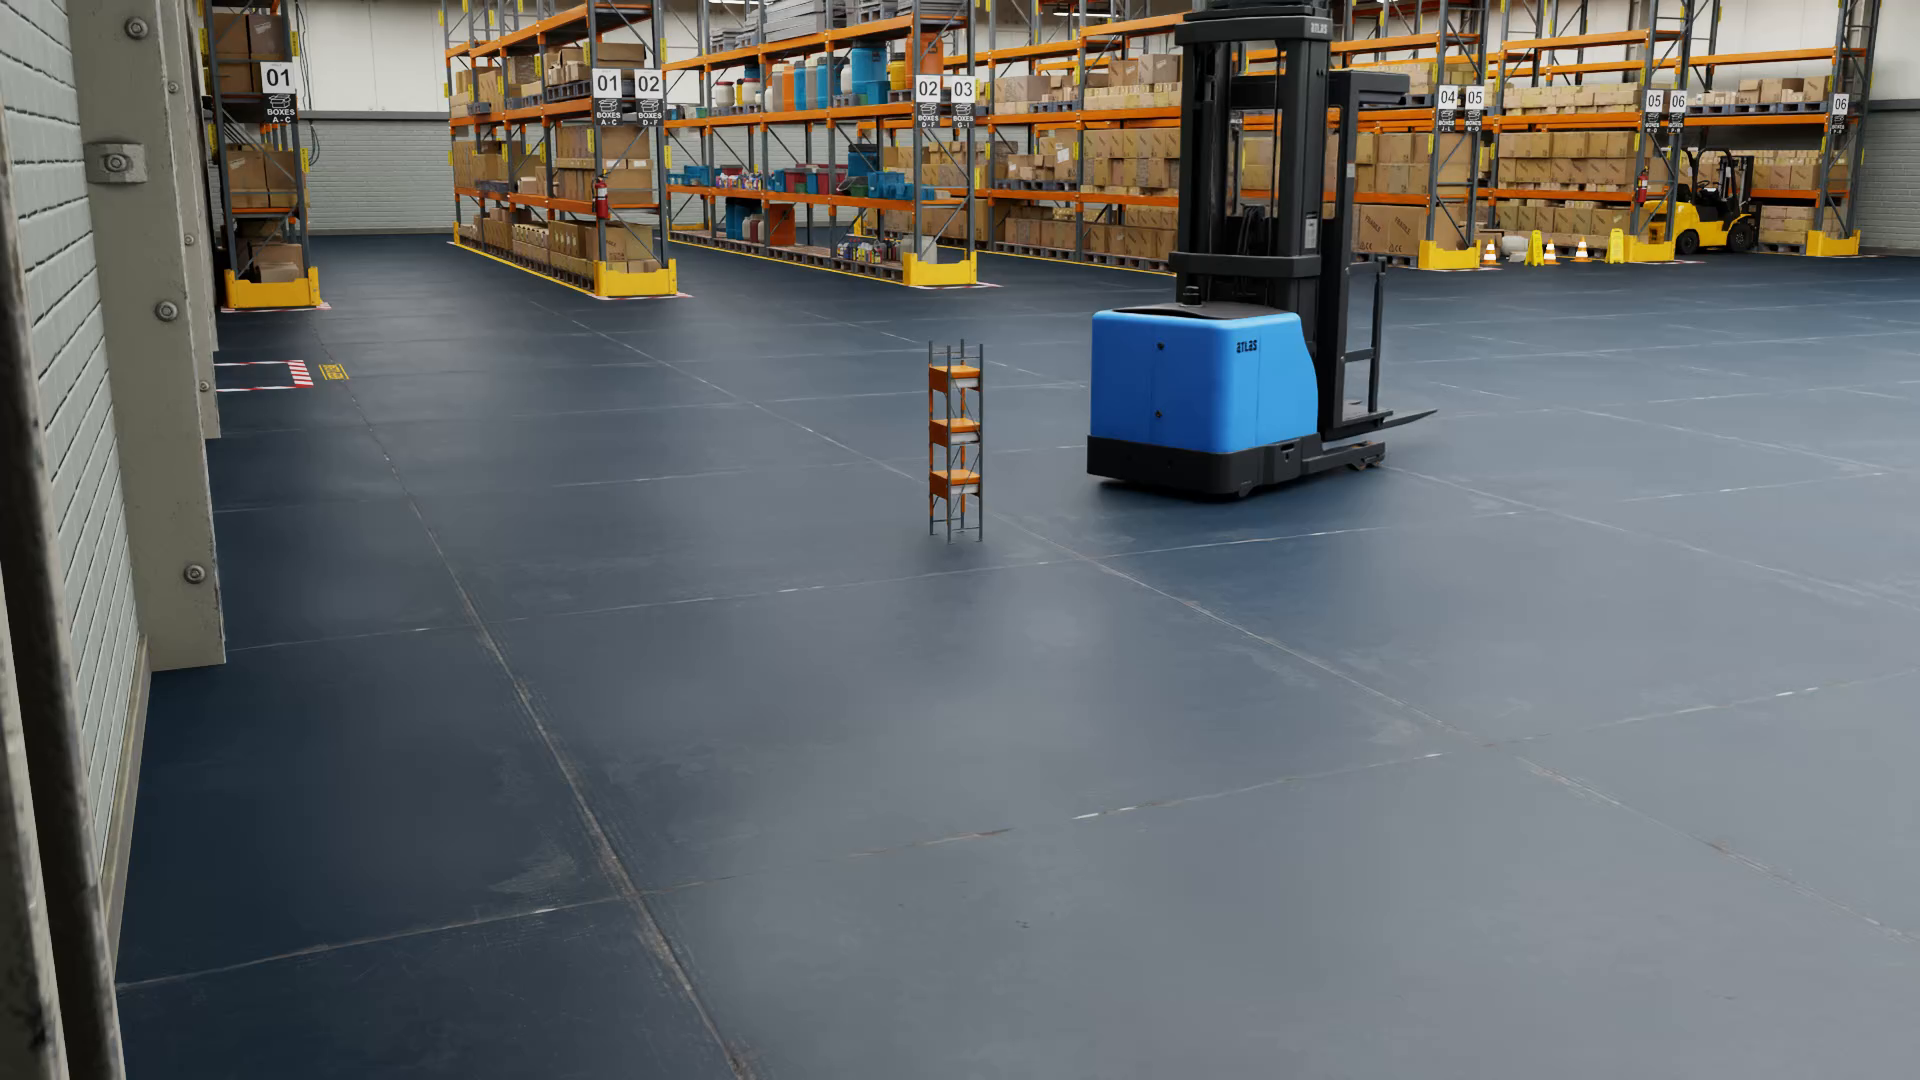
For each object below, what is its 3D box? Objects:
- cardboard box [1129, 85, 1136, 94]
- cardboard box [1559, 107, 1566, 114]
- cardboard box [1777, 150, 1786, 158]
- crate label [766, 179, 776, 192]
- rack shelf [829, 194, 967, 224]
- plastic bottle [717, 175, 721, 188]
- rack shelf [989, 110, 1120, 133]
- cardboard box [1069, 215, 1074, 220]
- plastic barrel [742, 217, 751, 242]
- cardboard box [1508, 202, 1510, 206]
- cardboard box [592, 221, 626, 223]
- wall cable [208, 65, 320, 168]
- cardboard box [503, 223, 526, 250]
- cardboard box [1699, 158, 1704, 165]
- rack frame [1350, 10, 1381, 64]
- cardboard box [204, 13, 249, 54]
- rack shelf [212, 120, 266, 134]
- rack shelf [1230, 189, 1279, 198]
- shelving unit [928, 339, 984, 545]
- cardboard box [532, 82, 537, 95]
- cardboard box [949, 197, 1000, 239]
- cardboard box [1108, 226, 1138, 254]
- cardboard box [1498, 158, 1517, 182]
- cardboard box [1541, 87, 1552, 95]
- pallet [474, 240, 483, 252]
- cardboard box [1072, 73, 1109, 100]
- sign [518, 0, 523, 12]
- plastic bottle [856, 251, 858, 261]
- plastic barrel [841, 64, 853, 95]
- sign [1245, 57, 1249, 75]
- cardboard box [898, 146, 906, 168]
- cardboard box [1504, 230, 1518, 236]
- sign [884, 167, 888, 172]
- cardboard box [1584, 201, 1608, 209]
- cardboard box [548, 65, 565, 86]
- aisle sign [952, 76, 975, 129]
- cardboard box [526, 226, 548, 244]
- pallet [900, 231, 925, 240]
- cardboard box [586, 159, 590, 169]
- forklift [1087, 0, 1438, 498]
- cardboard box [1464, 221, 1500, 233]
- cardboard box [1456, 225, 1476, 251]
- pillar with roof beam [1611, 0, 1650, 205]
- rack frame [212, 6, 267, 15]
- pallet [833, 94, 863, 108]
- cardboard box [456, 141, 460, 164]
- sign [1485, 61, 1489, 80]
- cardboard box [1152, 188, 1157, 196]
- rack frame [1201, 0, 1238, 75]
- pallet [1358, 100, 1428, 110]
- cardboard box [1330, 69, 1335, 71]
[{"bbox_3d":[3.229,-7.982,29.502,0.380,0.149,0.250,-5,14,-22],"label":"cardboard box"},{"bbox_3d":[12.288,-8.639,33.449,0.380,0.149,0.250,-6,14,-23],"label":"cardboard box"},{"bbox_3d":[17.293,-8.051,34.684,0.380,0.149,0.250,-6,14,-23],"label":"cardboard box"},{"bbox_3d":[-3.626,-6.987,32.779,0.303,0.233,0.416,-6,14,-23],"label":"crate label"},{"bbox_3d":[-1.048,-5.600,28.008,1.077,0.370,4.000,-6,14,-23],"label":"rack shelf"},{"bbox_3d":[-5.244,-7.818,36.254,0.061,0.283,0.133,-6,14,-23],"label":"plastic bottle"},{"bbox_3d":[1.888,-8.335,33.173,1.077,0.370,4.000,-6,14,-23],"label":"rack shelf"},{"bbox_3d":[3.023,-8.281,42.728,0.380,0.149,0.250,-5,14,-20],"label":"cardboard box"},{"bbox_3d":[-4.423,-6.624,35.423,0.421,0.512,0.421,0,13,0],"label":"plastic barrel"},{"bbox_3d":[14.081,-8.475,42.011,0.380,0.149,0.250,-6,14,-25],"label":"cardboard box"},{"bbox_3d":[-5.609,-4.864,26.736,0.500,0.500,0.500,-6,14,-23],"label":"cardboard box"},{"bbox_3d":[-17.671,-10.559,41.420,3.097,2.526,0.112,-6,14,-23],"label":"wall cable"},{"bbox_3d":[-8.581,-5.912,32.328,0.500,0.500,0.500,-5,14,-21],"label":"cardboard box"},{"bbox_3d":[16.438,-8.325,36.529,0.380,0.149,0.250,-6,14,-23],"label":"cardboard box"},{"bbox_3d":[11.509,-13.557,47.488,1.000,3.000,0.127,-6,14,-23],"label":"rack frame"},{"bbox_3d":[-9.736,-6.715,22.093,0.500,0.500,0.500,-5,14,-20],"label":"cardboard box"},{"bbox_3d":[-14.932,-8.645,34.515,1.077,0.370,4.000,-6,14,-23],"label":"rack shelf"},{"bbox_3d":[6.473,-7.301,35.357,1.077,0.370,4.000,-6,14,-23],"label":"rack shelf"},{"bbox_3d":[-0.021,-0.523,8.799,0.215,1.050,0.252,-6,14,-23],"label":"shelving unit"},{"bbox_3d":[-7.313,-8.022,29.625,0.500,0.250,0.500,-6,14,-24],"label":"cardboard box"},{"bbox_3d":[0.480,-7.136,36.831,1.225,0.875,0.875,-6,14,-23],"label":"cardboard box"},{"bbox_3d":[3.049,-5.594,30.998,0.500,0.500,0.500,-1,13,-5],"label":"cardboard box"},{"bbox_3d":[11.690,-7.783,34.966,0.500,0.500,0.500,-6,14,-23],"label":"cardboard box"},{"bbox_3d":[12.052,-9.129,33.797,0.380,0.149,0.250,-6,14,-25],"label":"cardboard box"},{"bbox_3d":[-9.868,-6.353,35.851,1.003,0.211,1.213,-6,14,-23],"label":"pallet"},{"bbox_3d":[2.592,-8.633,31.706,0.797,0.503,0.637,-6,14,-26],"label":"cardboard box"},{"bbox_3d":[-9.087,-11.076,34.346,0.100,0.325,0.005,-6,14,-23],"label":"sign"},{"bbox_3d":[-1.738,-4.911,28.665,0.097,0.201,0.097,0,13,0],"label":"plastic bottle"},{"bbox_3d":[-1.856,-7.977,28.853,0.421,0.512,0.421,0,13,0],"label":"plastic barrel"},{"bbox_3d":[4.789,-7.921,27.849,0.100,0.325,0.005,-6,14,-23],"label":"sign"},{"bbox_3d":[-1.141,-9.076,39.440,0.500,0.500,0.500,-5,14,-22],"label":"cardboard box"},{"bbox_3d":[11.759,-6.425,35.143,0.500,0.250,0.500,-6,14,-26],"label":"cardboard box"},{"bbox_3d":[-1.340,-6.546,29.886,0.100,0.325,0.005,-6,14,-23],"label":"sign"},{"bbox_3d":[12.604,-6.638,32.962,0.380,0.149,0.250,-5,14,-21],"label":"cardboard box"},{"bbox_3d":[-6.212,-7.368,26.356,0.500,0.311,0.500,-6,15,-26],"label":"cardboard box"},{"bbox_3d":[0.051,-6.815,25.898,0.394,0.787,0.004,-6,14,-23],"label":"aisle sign"},{"bbox_3d":[-7.424,-5.427,29.590,0.500,0.311,0.500,-6,14,-24],"label":"cardboard box"},{"bbox_3d":[-0.748,-7.269,39.810,1.003,0.211,1.213,-6,14,-23],"label":"pallet"},{"bbox_3d":[-5.422,-5.676,25.081,0.380,0.149,0.250,-5,14,-22],"label":"cardboard box"},{"bbox_3d":[2.159,-1.947,10.782,1.130,2.935,3.031,12,17,41],"label":"forklift"},{"bbox_3d":[11.557,-6.738,36.229,0.950,0.372,0.625,-5,14,-22],"label":"cardboard box"},{"bbox_3d":[9.966,-6.056,33.619,0.797,0.637,0.503,-6,14,-23],"label":"cardboard box"},{"bbox_3d":[12.117,-11.327,37.855,9.100,9.000,0.400,-6,14,-23],"label":"pillar with roof beam"},{"bbox_3d":[-12.529,-9.218,28.740,1.000,3.000,0.127,-6,14,-23],"label":"rack frame"},{"bbox_3d":[-1.470,-7.593,28.789,1.213,0.211,1.003,-6,14,-23],"label":"pallet"},{"bbox_3d":[-11.043,-8.709,37.408,0.500,0.500,0.500,-5,14,-22],"label":"cardboard box"},{"bbox_3d":[9.388,-8.386,29.685,0.100,0.325,0.005,-6,14,-23],"label":"sign"},{"bbox_3d":[3.593,-6.109,29.171,0.380,0.149,0.250,-6,14,-23],"label":"cardboard box"},{"bbox_3d":[5.672,-10.987,36.385,1.000,3.000,0.127,-6,14,-23],"label":"rack frame"},{"bbox_3d":[8.078,-8.234,31.340,1.003,0.211,1.213,-6,14,-23],"label":"pallet"},{"bbox_3d":[7.313,-9.008,32.121,0.380,0.149,0.250,-6,14,-23],"label":"cardboard box"}]
